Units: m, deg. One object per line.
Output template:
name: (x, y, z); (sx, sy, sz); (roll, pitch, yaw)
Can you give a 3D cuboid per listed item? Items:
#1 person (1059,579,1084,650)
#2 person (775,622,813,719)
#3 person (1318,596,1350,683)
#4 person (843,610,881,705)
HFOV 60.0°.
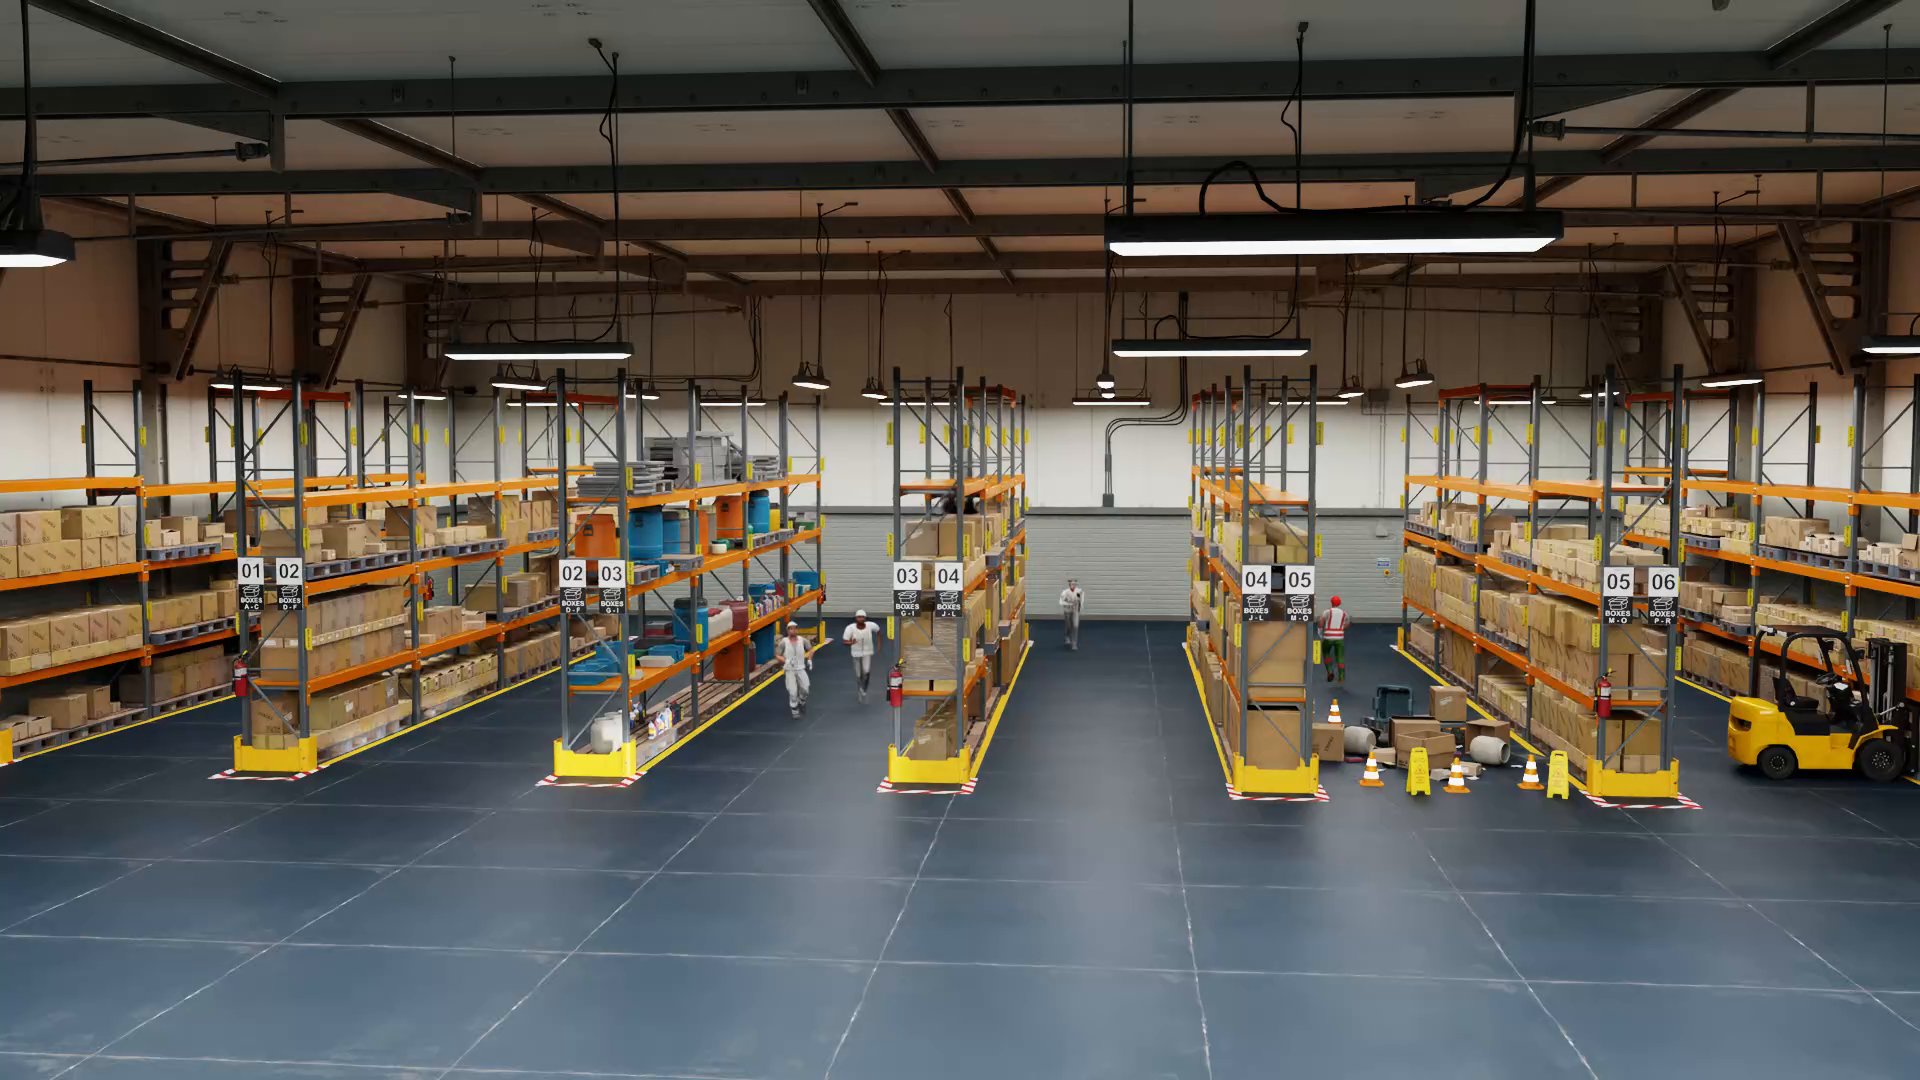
person: (2.642, 1.757, 39.402); (0.645, 1.693, 0.927); (0, 4, -7)
person: (-2.912, 2.312, 29.428); (0.695, 1.724, 0.527); (-1, 4, -13)
person: (7.553, 2.016, 33.638); (0.671, 1.782, 0.884); (0, 4, 3)
person: (-1.837, 2.188, 31.257); (0.727, 1.793, 0.839); (0, 4, -3)
